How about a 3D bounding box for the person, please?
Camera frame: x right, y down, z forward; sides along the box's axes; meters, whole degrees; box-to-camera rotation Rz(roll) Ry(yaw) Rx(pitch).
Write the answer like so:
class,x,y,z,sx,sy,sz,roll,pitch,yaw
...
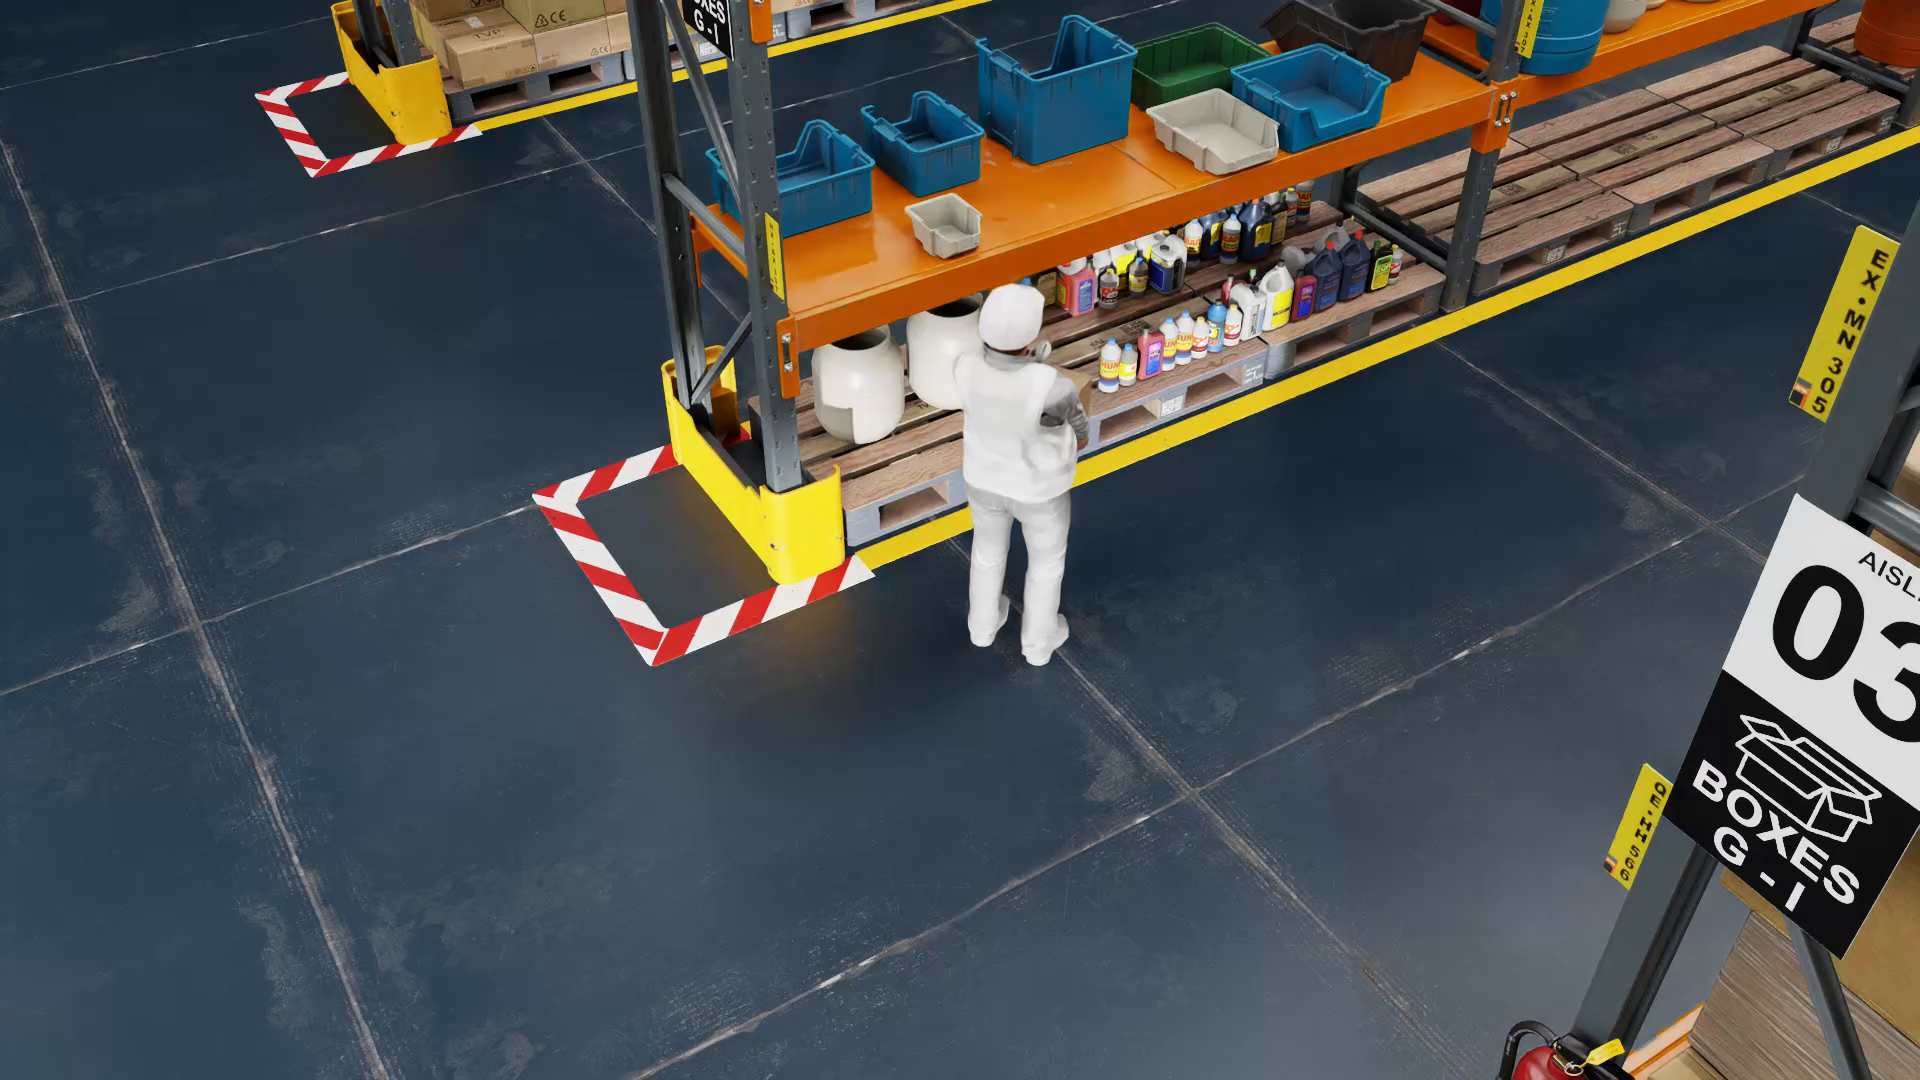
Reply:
class,x,y,z,sx,sy,sz,roll,pitch,yaw
person,0.250,-0.303,6.499,0.494,1.762,0.554,17,43,19
